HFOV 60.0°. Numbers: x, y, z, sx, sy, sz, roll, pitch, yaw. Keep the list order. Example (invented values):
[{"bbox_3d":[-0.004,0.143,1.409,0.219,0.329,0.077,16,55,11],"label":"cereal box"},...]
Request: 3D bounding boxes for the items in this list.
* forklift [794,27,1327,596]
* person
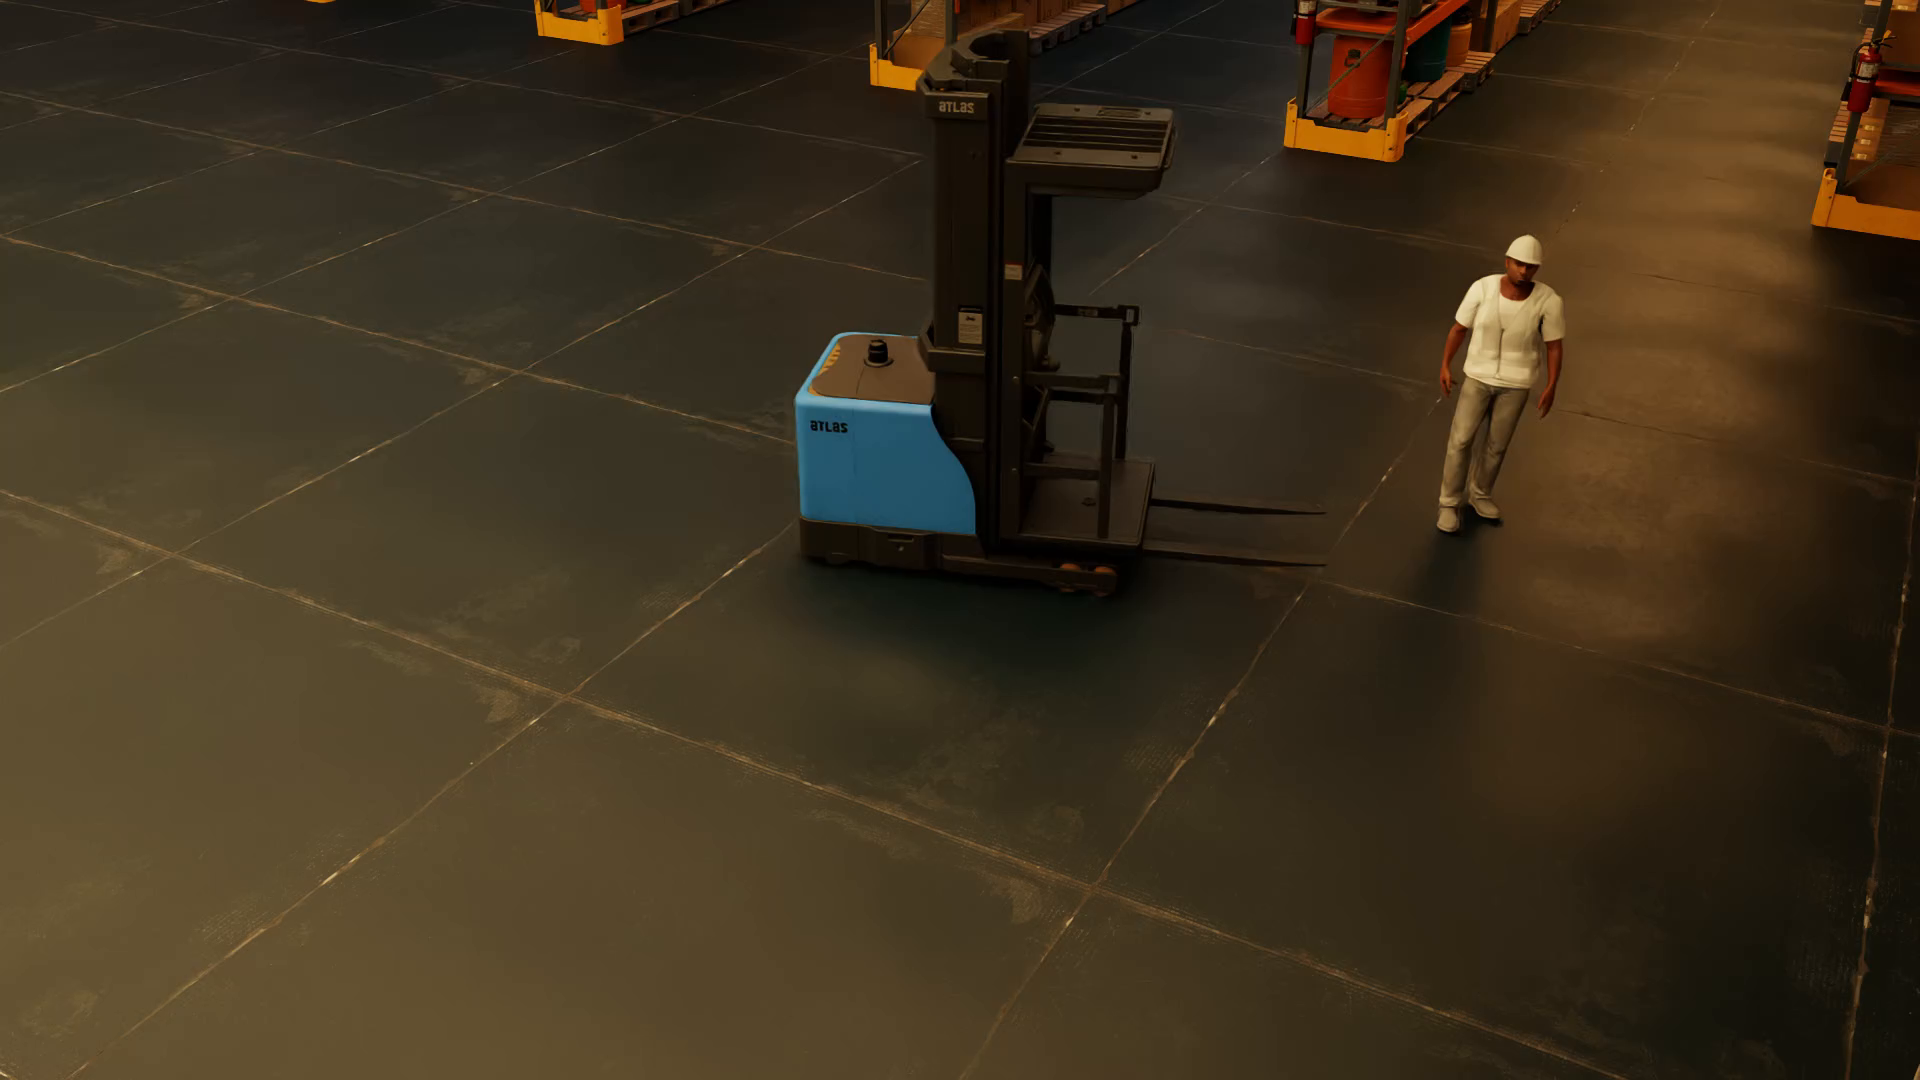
[{"bbox_3d":[0.626,-1.239,9.217,3.031,2.935,1.130,5,30,9],"label":"forklift"},{"bbox_3d":[3.163,-0.909,9.828,0.677,1.756,0.652,13,32,21],"label":"person"}]
